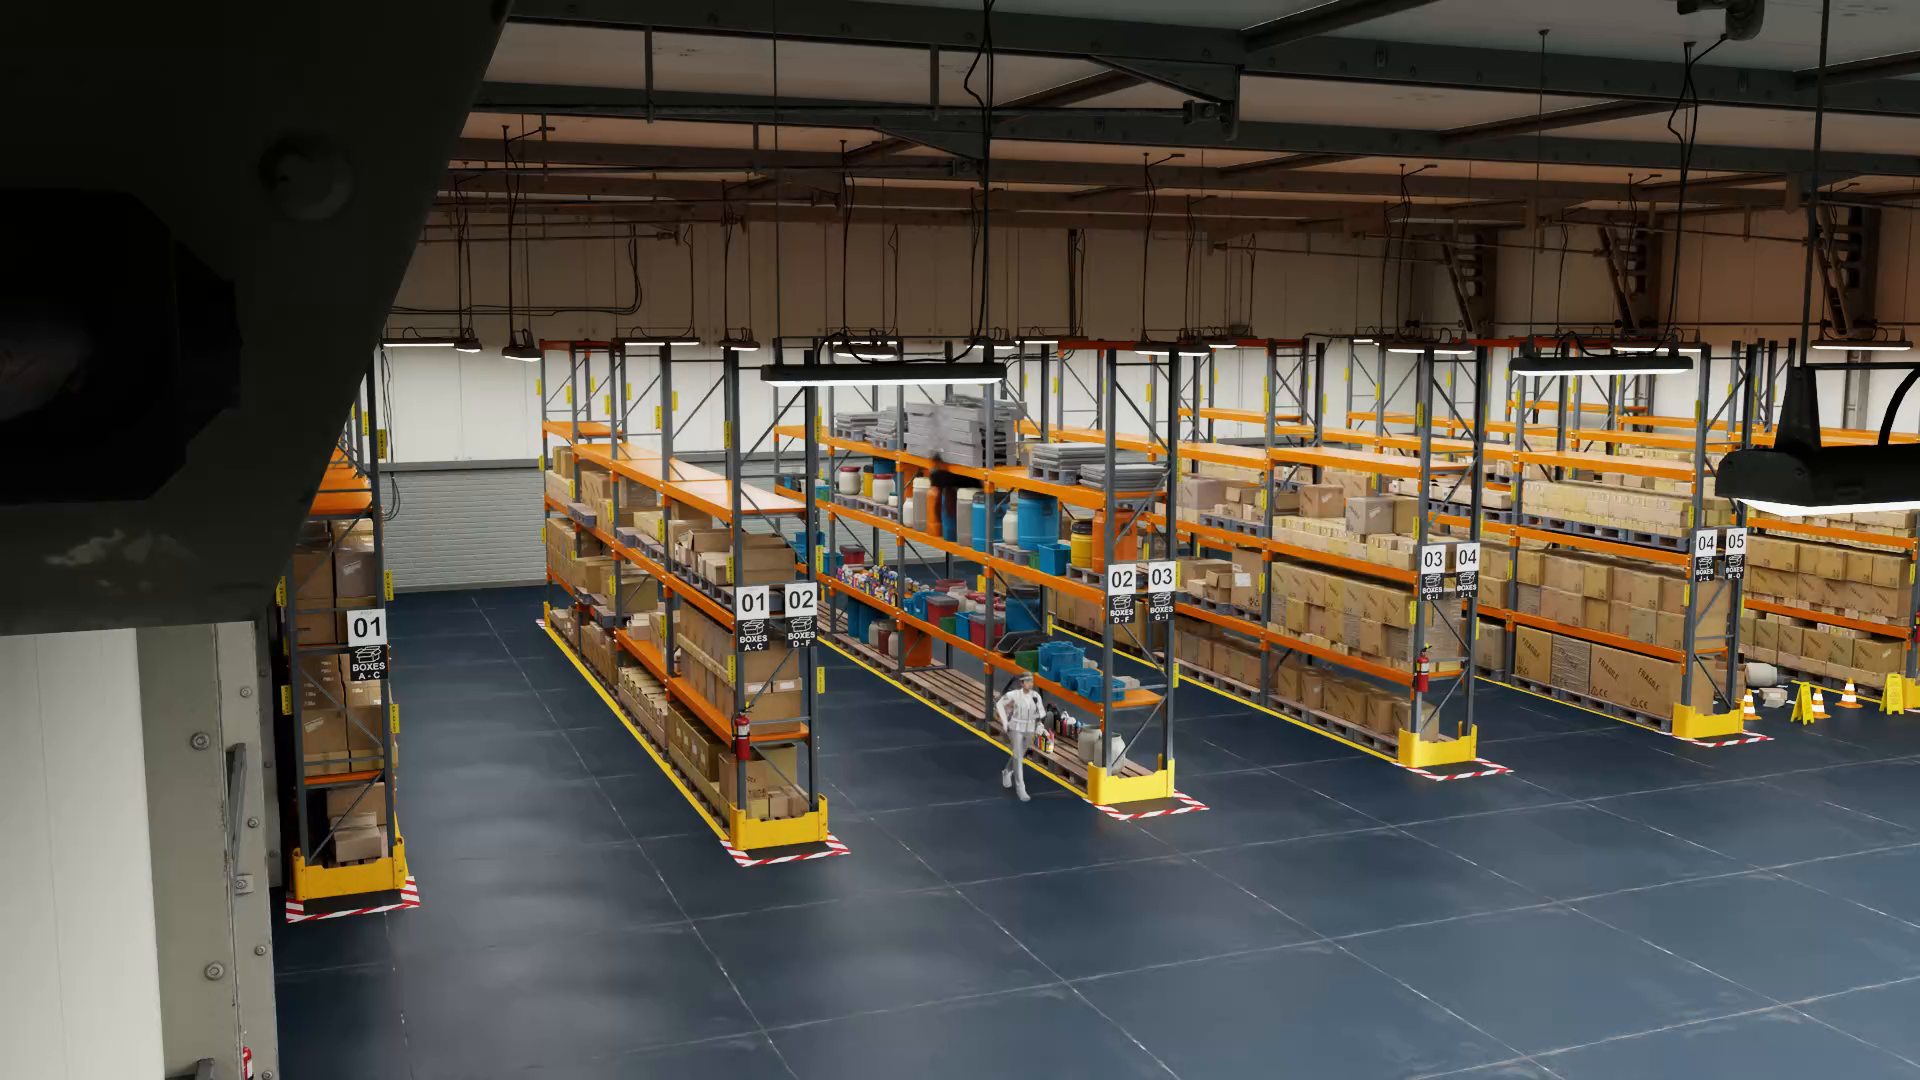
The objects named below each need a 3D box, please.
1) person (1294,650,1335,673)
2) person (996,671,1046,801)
[{"bbox_3d":[6.518,1.548,30.328,0.674,1.786,0.929,-4,8,-26],"label":"person"},{"bbox_3d":[0.857,2.566,22.285,0.628,1.663,0.998,-3,8,-24],"label":"person"}]
